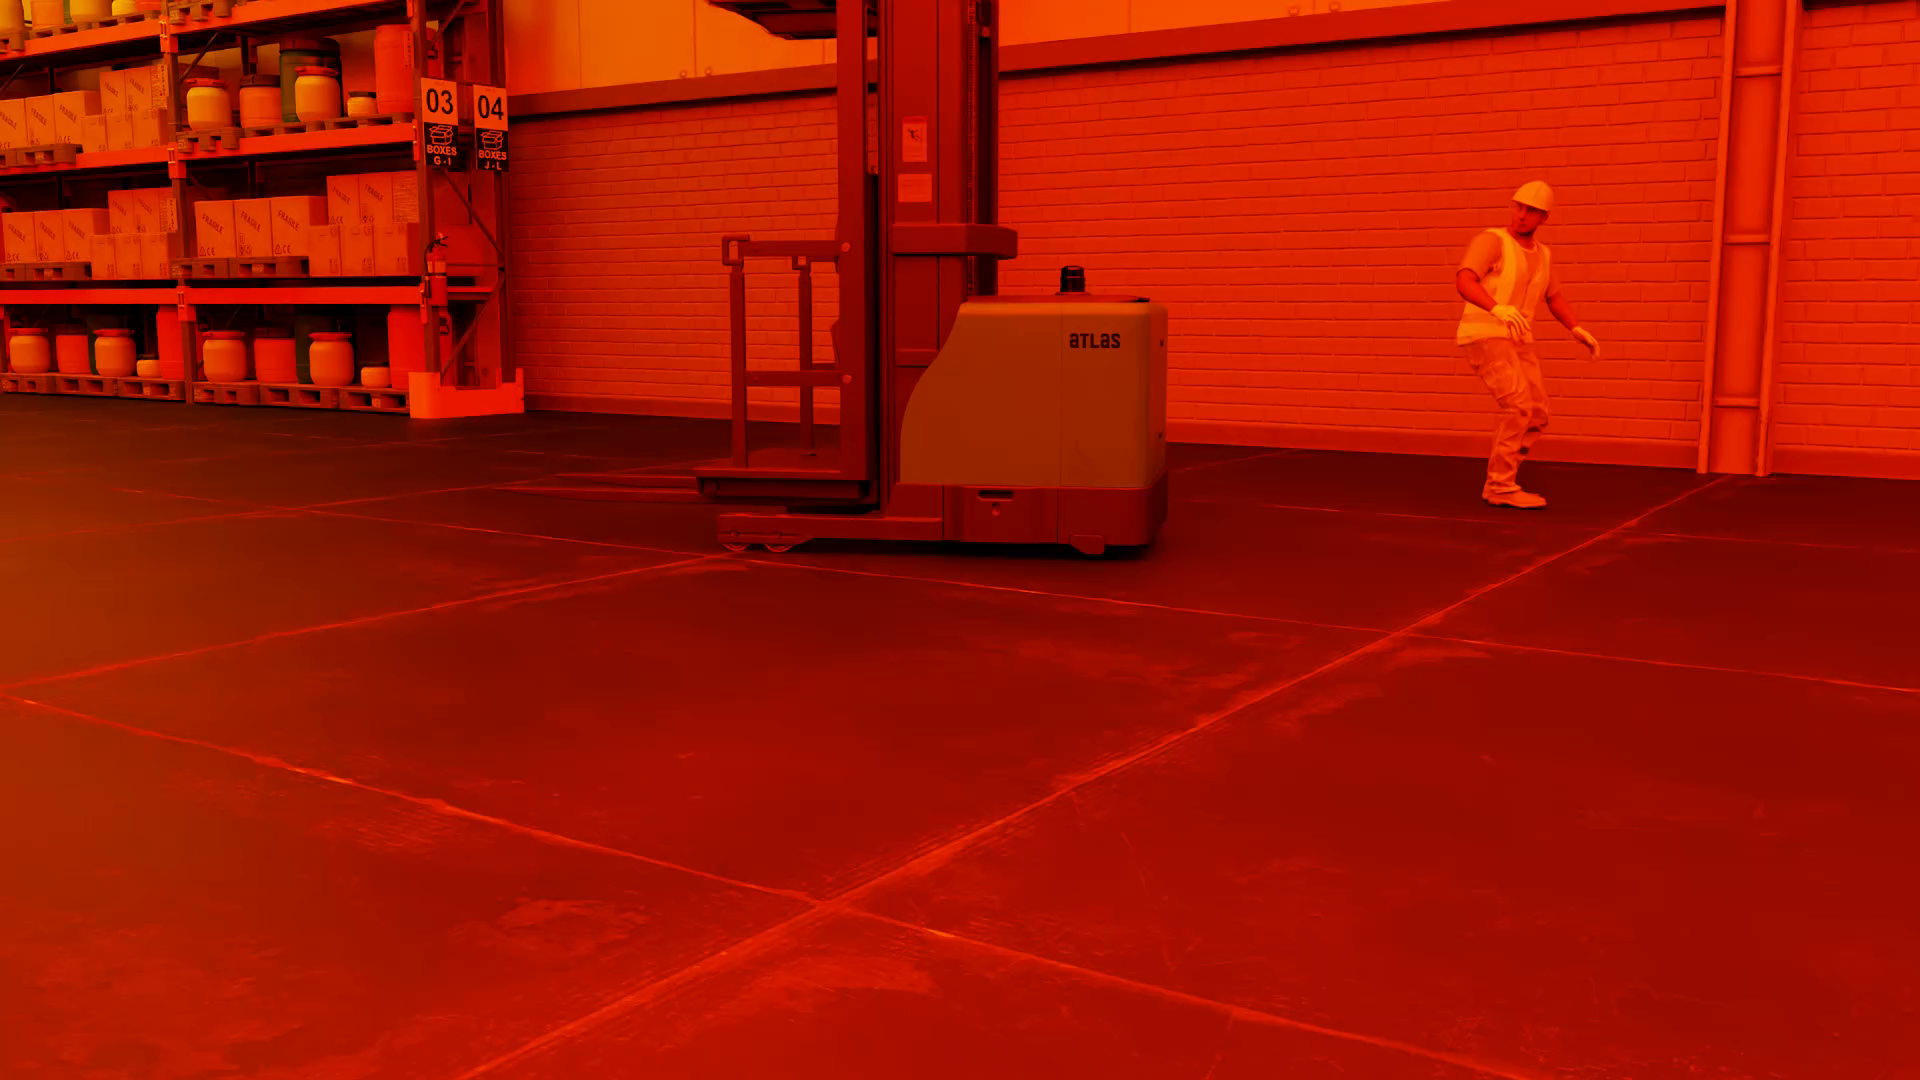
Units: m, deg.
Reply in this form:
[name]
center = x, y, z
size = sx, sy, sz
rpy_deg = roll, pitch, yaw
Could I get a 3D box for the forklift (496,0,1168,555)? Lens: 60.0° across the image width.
[forklift]
center = -0.596, -1.469, 7.520
size = 3.031, 2.935, 1.130
rpy_deg = 2, 8, 12

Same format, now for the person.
[person]
center = 2.986, -1.032, 8.854
size = 0.803, 1.723, 0.564
rpy_deg = -7, 10, -39
